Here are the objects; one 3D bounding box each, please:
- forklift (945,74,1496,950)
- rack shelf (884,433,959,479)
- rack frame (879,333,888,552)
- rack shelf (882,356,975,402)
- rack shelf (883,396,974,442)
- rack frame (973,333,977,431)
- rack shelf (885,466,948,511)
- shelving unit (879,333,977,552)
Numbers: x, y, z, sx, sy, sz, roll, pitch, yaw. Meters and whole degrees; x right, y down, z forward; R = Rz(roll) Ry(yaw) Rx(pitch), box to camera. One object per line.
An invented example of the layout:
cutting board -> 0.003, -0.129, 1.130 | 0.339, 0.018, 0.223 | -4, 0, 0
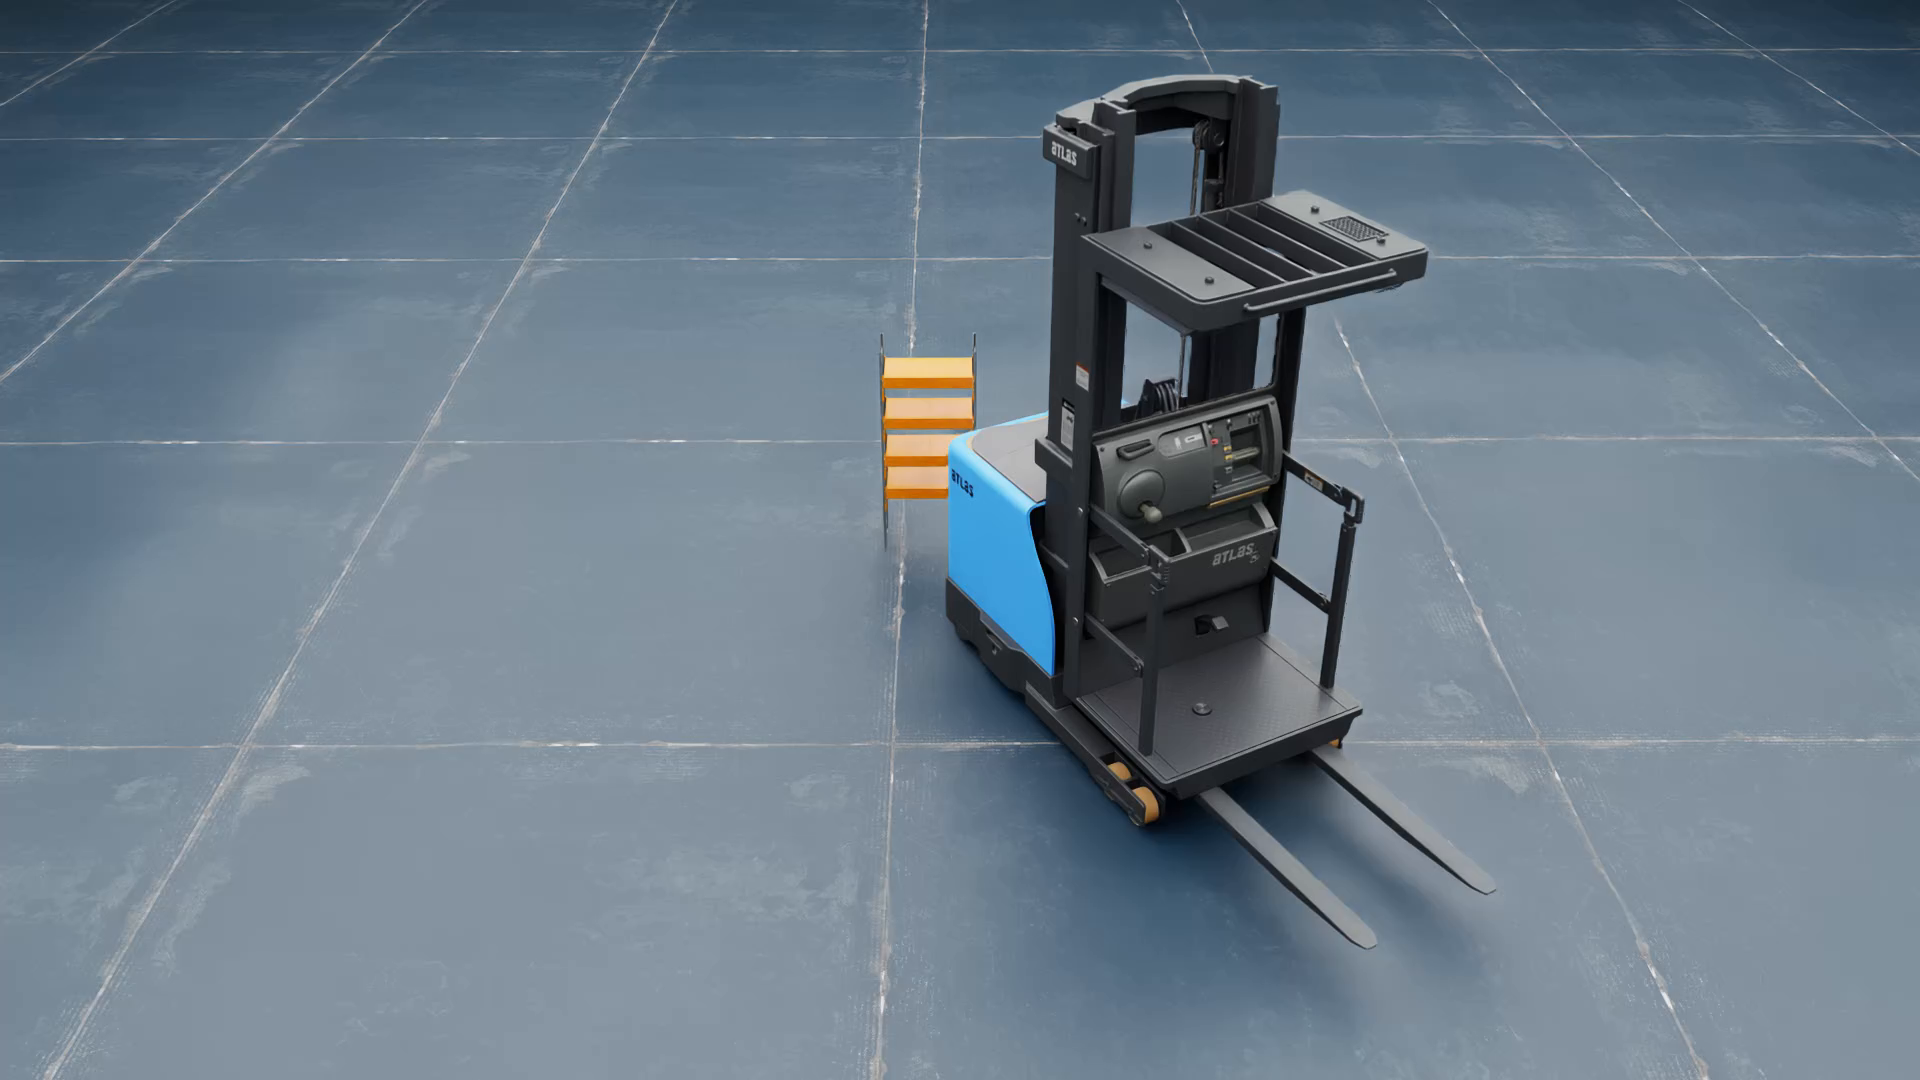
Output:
forklift -> 1.086, -0.287, 6.898 | 1.130, 2.935, 3.031 | -16, 35, -25
rack shelf -> -0.166, -0.455, 8.973 | 0.480, 0.148, 0.258 | 0, 31, 0
rack frame -> -0.410, -0.512, 8.937 | 0.015, 1.200, 0.240 | 0, 31, 0
rack shelf -> -0.166, -0.848, 8.734 | 0.480, 0.148, 0.258 | 0, 31, 0
rack shelf -> -0.166, -0.646, 8.857 | 0.480, 0.148, 0.258 | 0, 31, 0
rack frame -> 0.078, -0.513, 8.939 | 0.015, 1.200, 0.240 | 0, 31, 0
rack shelf -> -0.166, -0.285, 9.076 | 0.480, 0.148, 0.258 | 0, 31, 0
shelving unit -> -0.166, -0.512, 8.938 | 0.503, 1.200, 0.258 | 0, 31, 0
